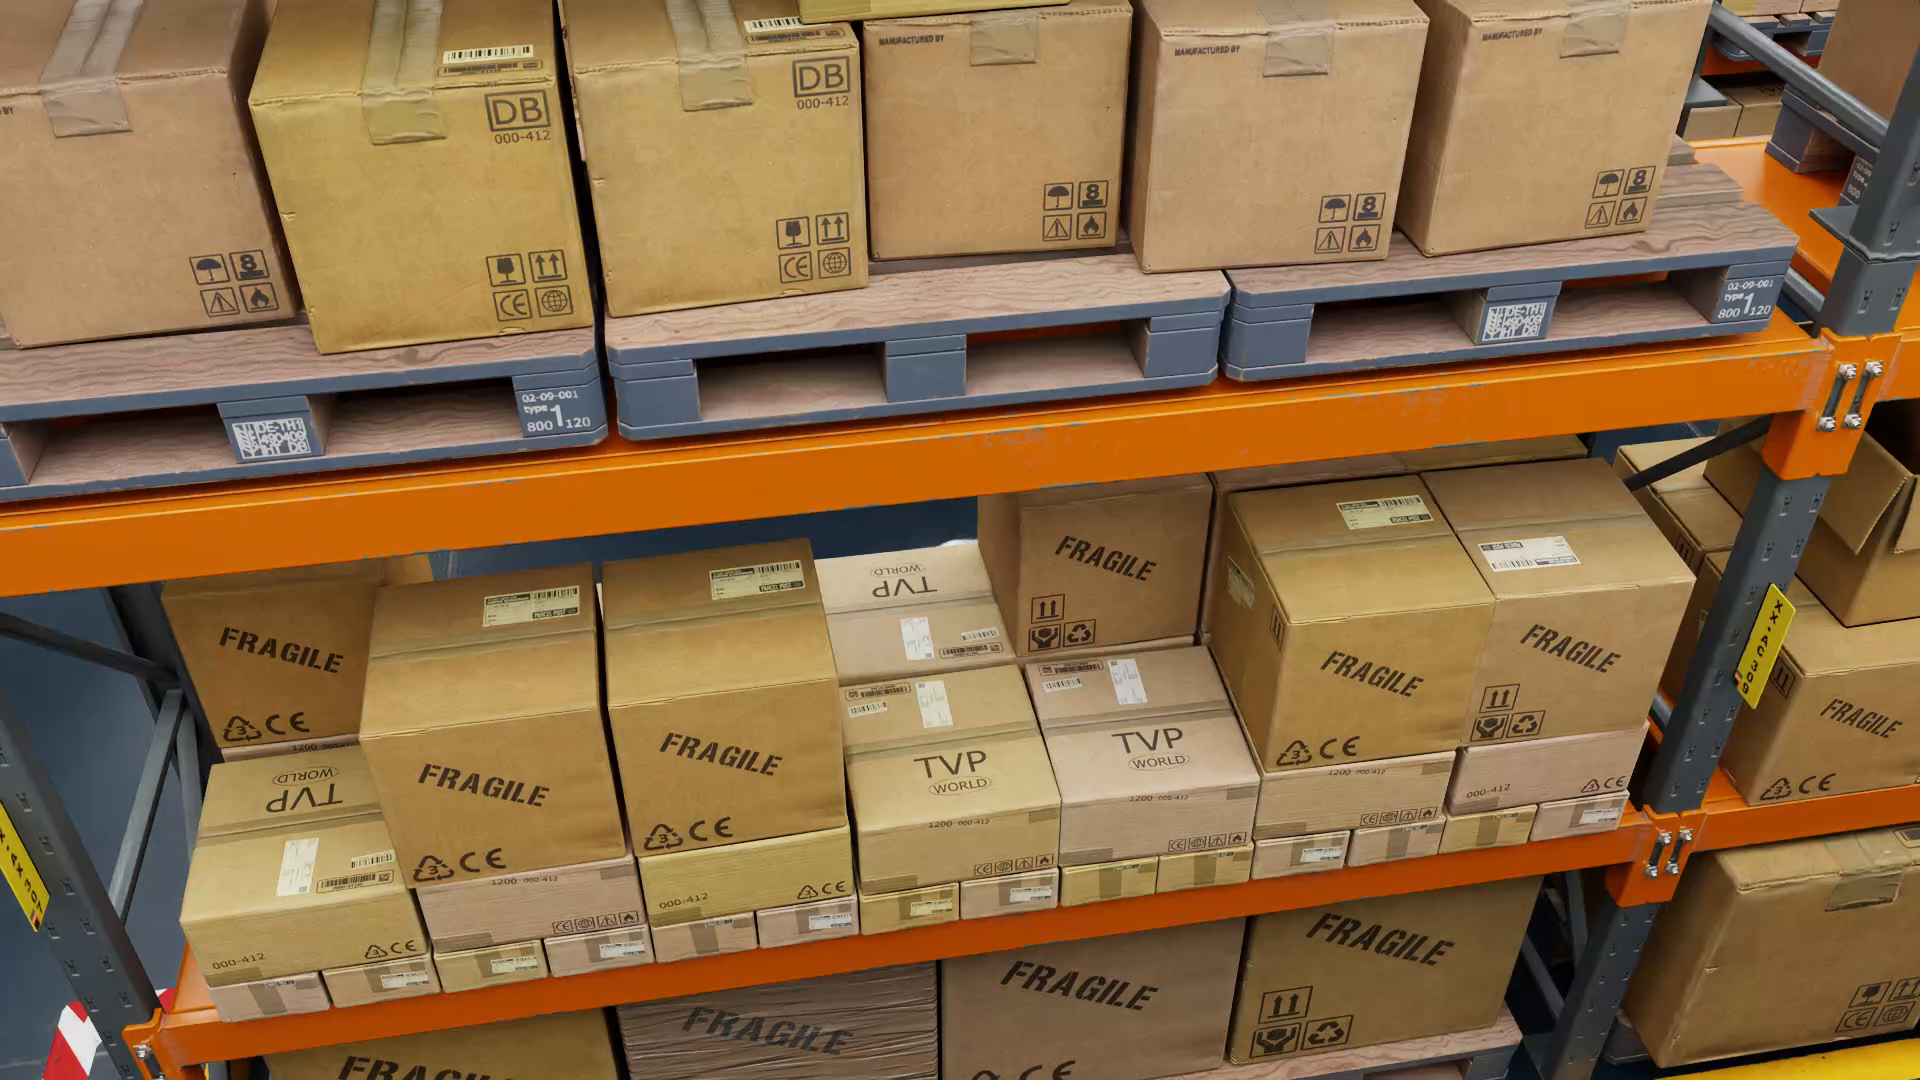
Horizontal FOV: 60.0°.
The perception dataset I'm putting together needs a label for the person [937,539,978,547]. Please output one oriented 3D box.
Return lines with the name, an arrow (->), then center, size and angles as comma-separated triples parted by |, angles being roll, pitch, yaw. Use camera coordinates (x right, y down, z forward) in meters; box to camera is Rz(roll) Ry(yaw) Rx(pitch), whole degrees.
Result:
person -> 0.048, 0.380, 6.489 | 0.946, 0.859, 0.532 | -24, 44, -27
